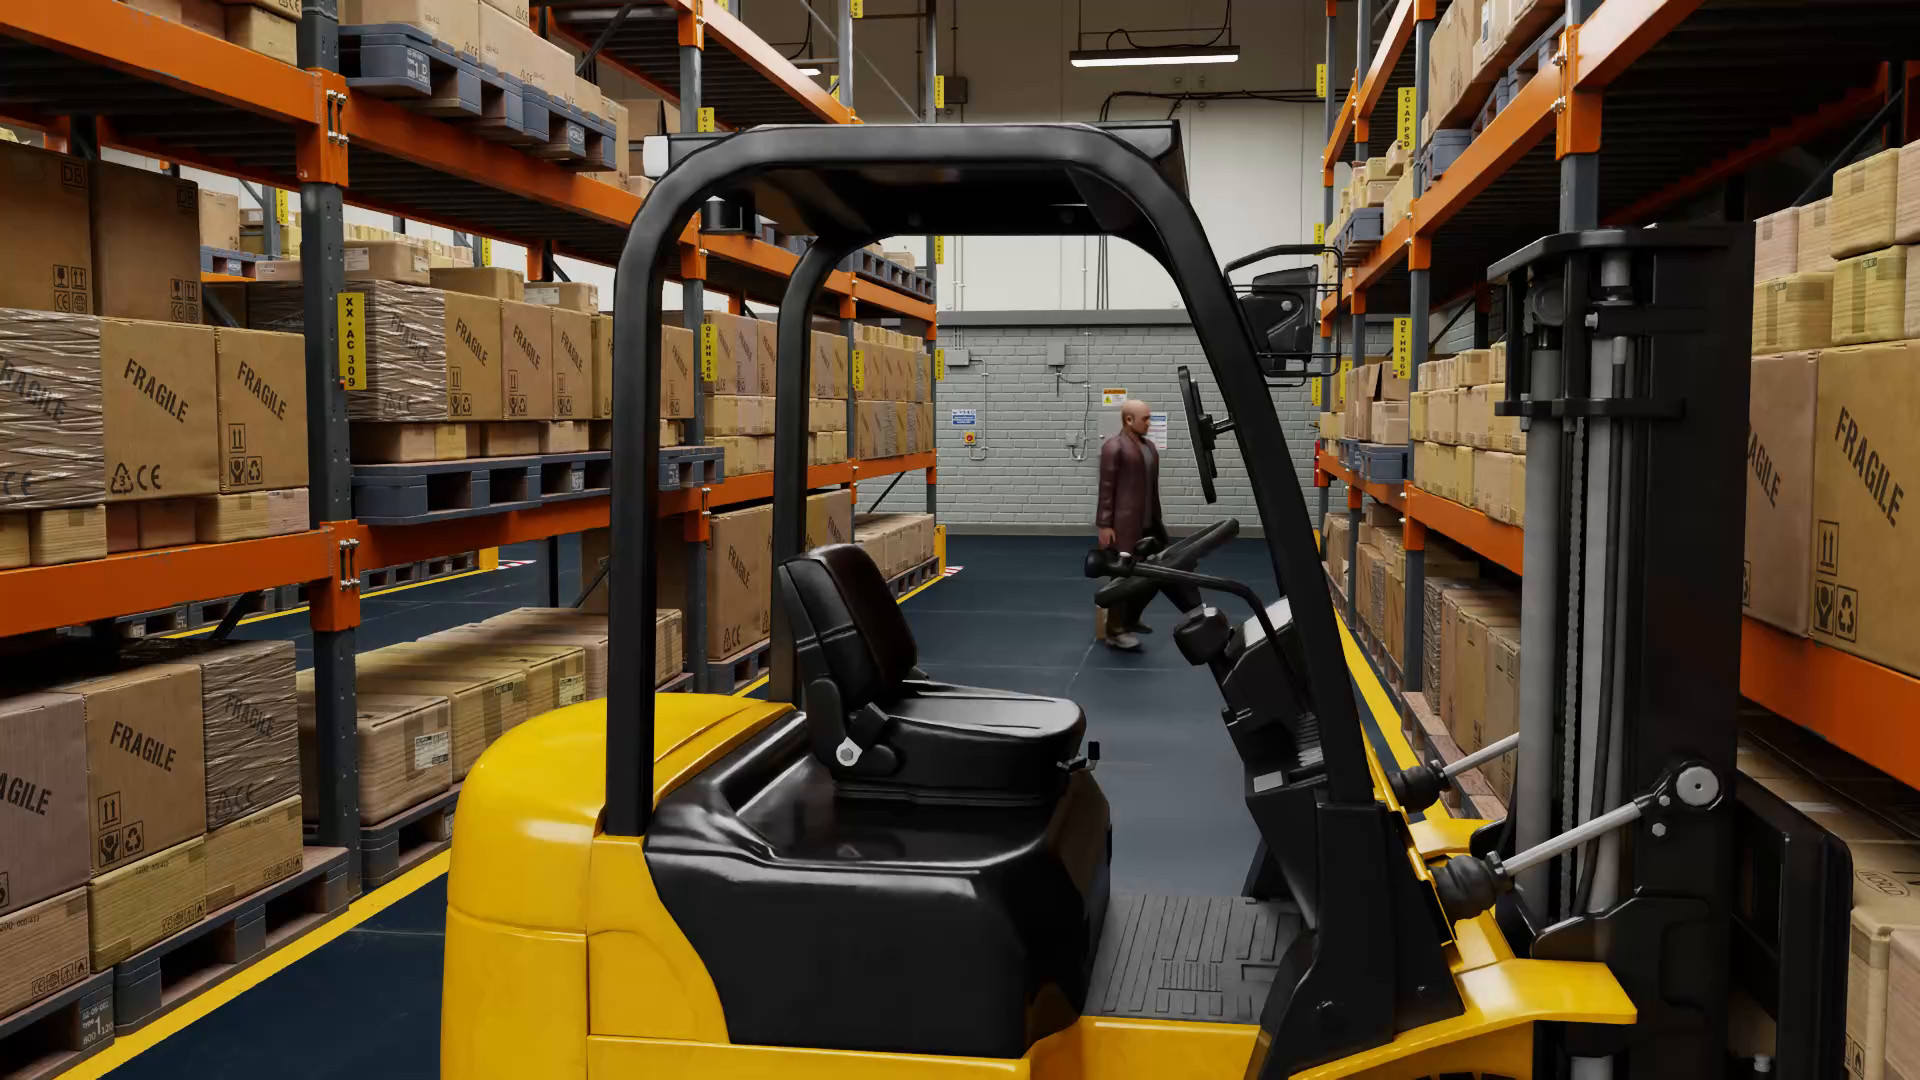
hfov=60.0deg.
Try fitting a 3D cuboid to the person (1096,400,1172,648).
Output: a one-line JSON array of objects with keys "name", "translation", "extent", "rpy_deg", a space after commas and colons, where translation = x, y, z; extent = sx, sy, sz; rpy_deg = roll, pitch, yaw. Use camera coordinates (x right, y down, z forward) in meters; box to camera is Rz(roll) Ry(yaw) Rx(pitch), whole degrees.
[{"name": "person", "translation": [1.211, -0.118, 11.926], "extent": [0.546, 1.766, 0.732], "rpy_deg": [4, 6, 44]}]
